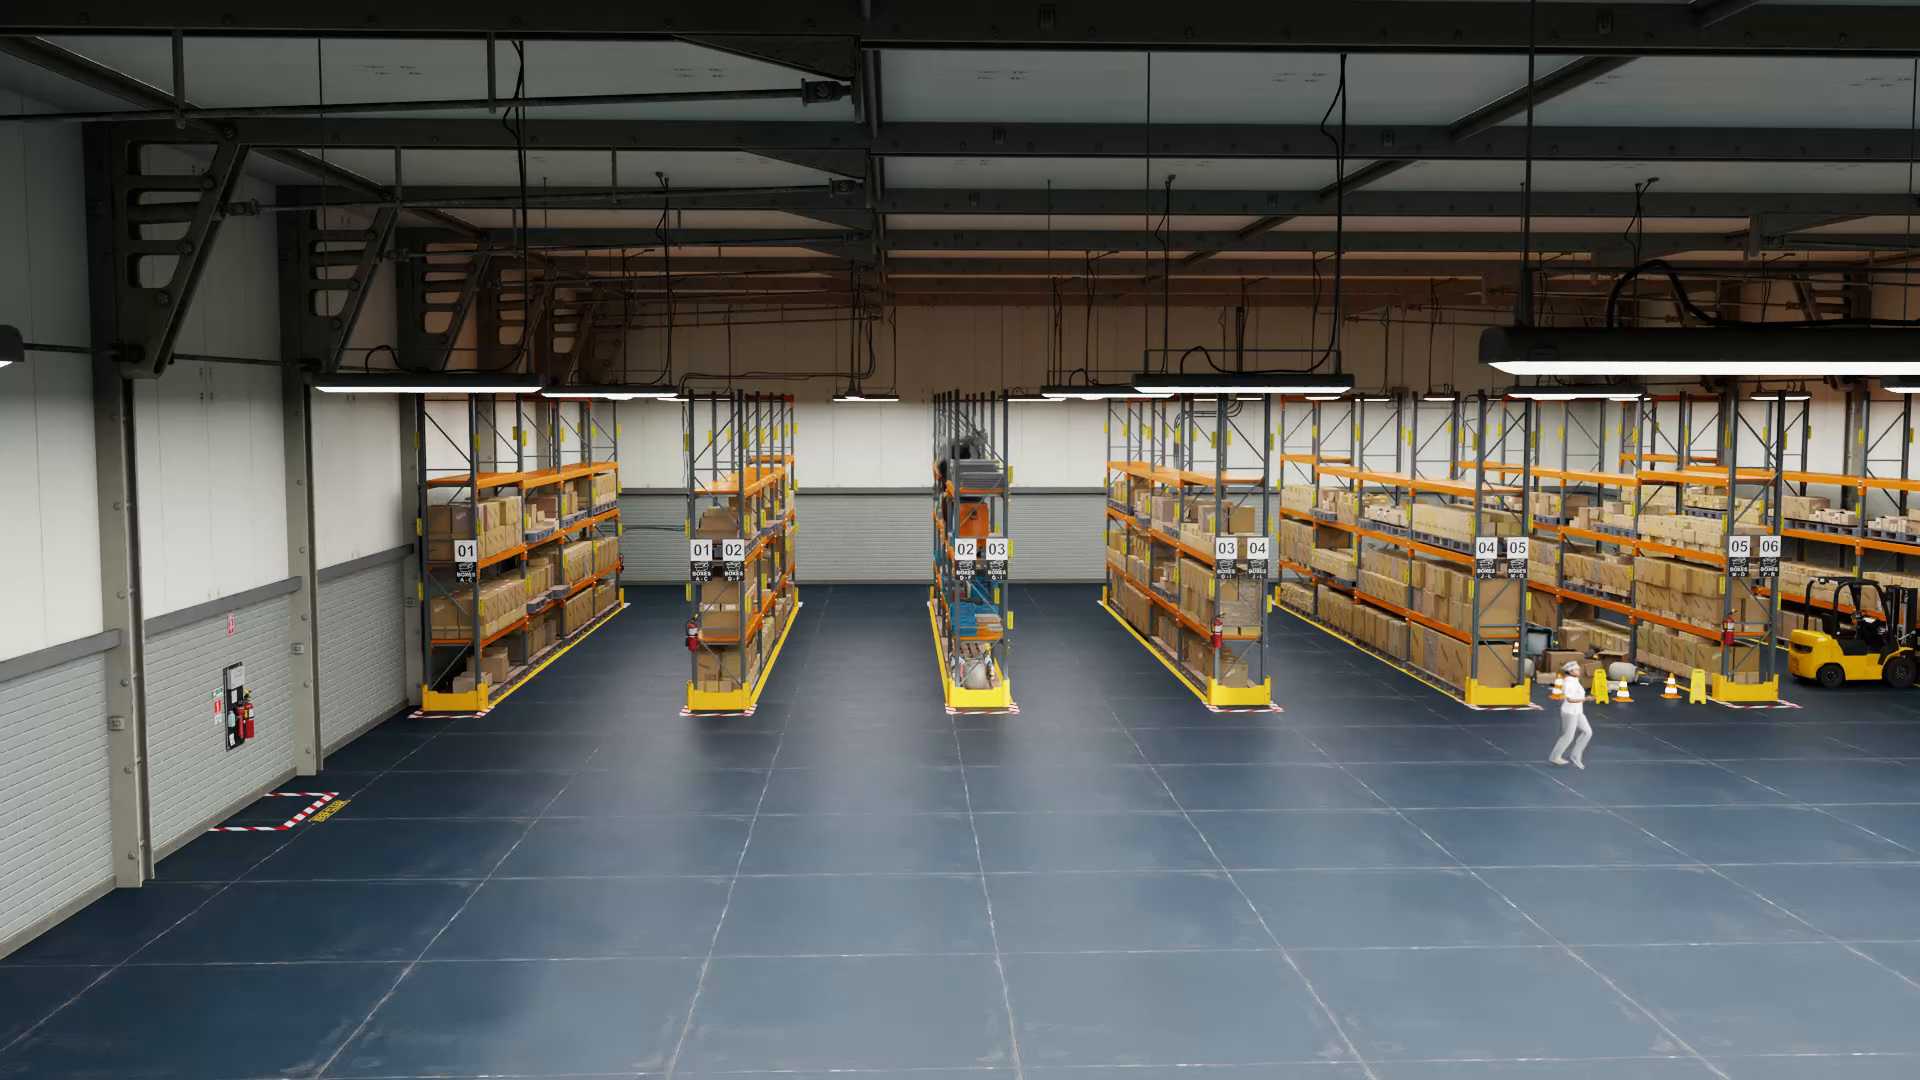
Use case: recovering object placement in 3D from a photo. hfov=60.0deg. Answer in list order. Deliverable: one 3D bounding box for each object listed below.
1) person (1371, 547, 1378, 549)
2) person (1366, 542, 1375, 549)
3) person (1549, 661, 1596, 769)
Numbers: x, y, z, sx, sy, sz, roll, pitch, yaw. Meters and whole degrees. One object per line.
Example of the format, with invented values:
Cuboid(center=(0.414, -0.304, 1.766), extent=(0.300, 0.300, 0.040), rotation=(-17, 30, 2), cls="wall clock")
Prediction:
Cuboid(center=(11.428, 1.093, 45.920), extent=(0.656, 1.823, 0.744), rotation=(-2, 5, -19), cls="person")
Cuboid(center=(12.196, 0.891, 49.230), extent=(0.603, 1.676, 0.615), rotation=(0, 5, 2), cls="person")
Cuboid(center=(9.660, 2.753, 26.166), extent=(0.681, 1.742, 0.553), rotation=(3, 6, 36), cls="person")
